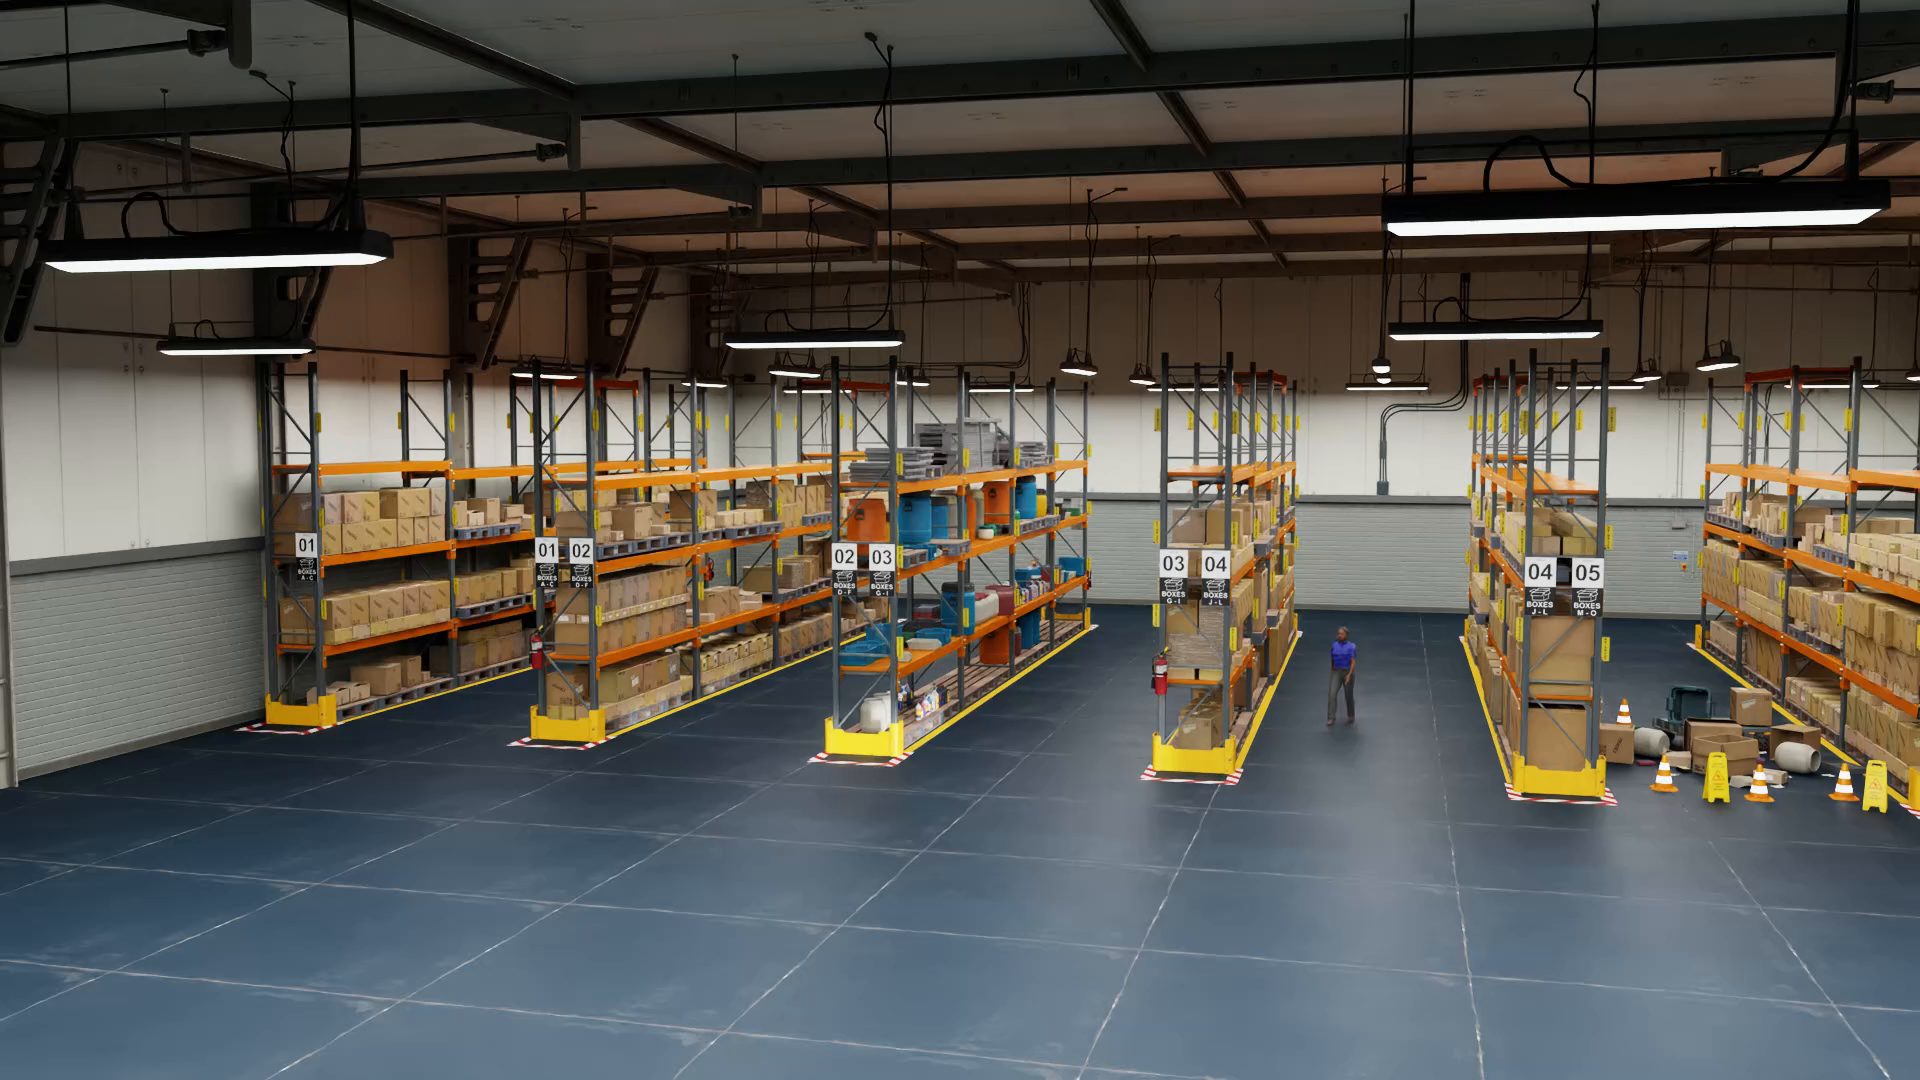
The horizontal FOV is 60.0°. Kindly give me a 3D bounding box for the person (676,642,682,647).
[{"bbox_3d":[-6.262,1.633,36.057,0.677,1.686,0.670,2,4,22],"label":"person"}]

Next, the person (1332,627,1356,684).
[{"bbox_3d":[6.305,1.930,27.437,0.458,0.986,0.484,2,5,31],"label":"person"}]

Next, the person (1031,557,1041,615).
[{"bbox_3d":[1.907,1.204,42.441,0.478,1.590,1.032,4,6,44],"label":"person"}]
